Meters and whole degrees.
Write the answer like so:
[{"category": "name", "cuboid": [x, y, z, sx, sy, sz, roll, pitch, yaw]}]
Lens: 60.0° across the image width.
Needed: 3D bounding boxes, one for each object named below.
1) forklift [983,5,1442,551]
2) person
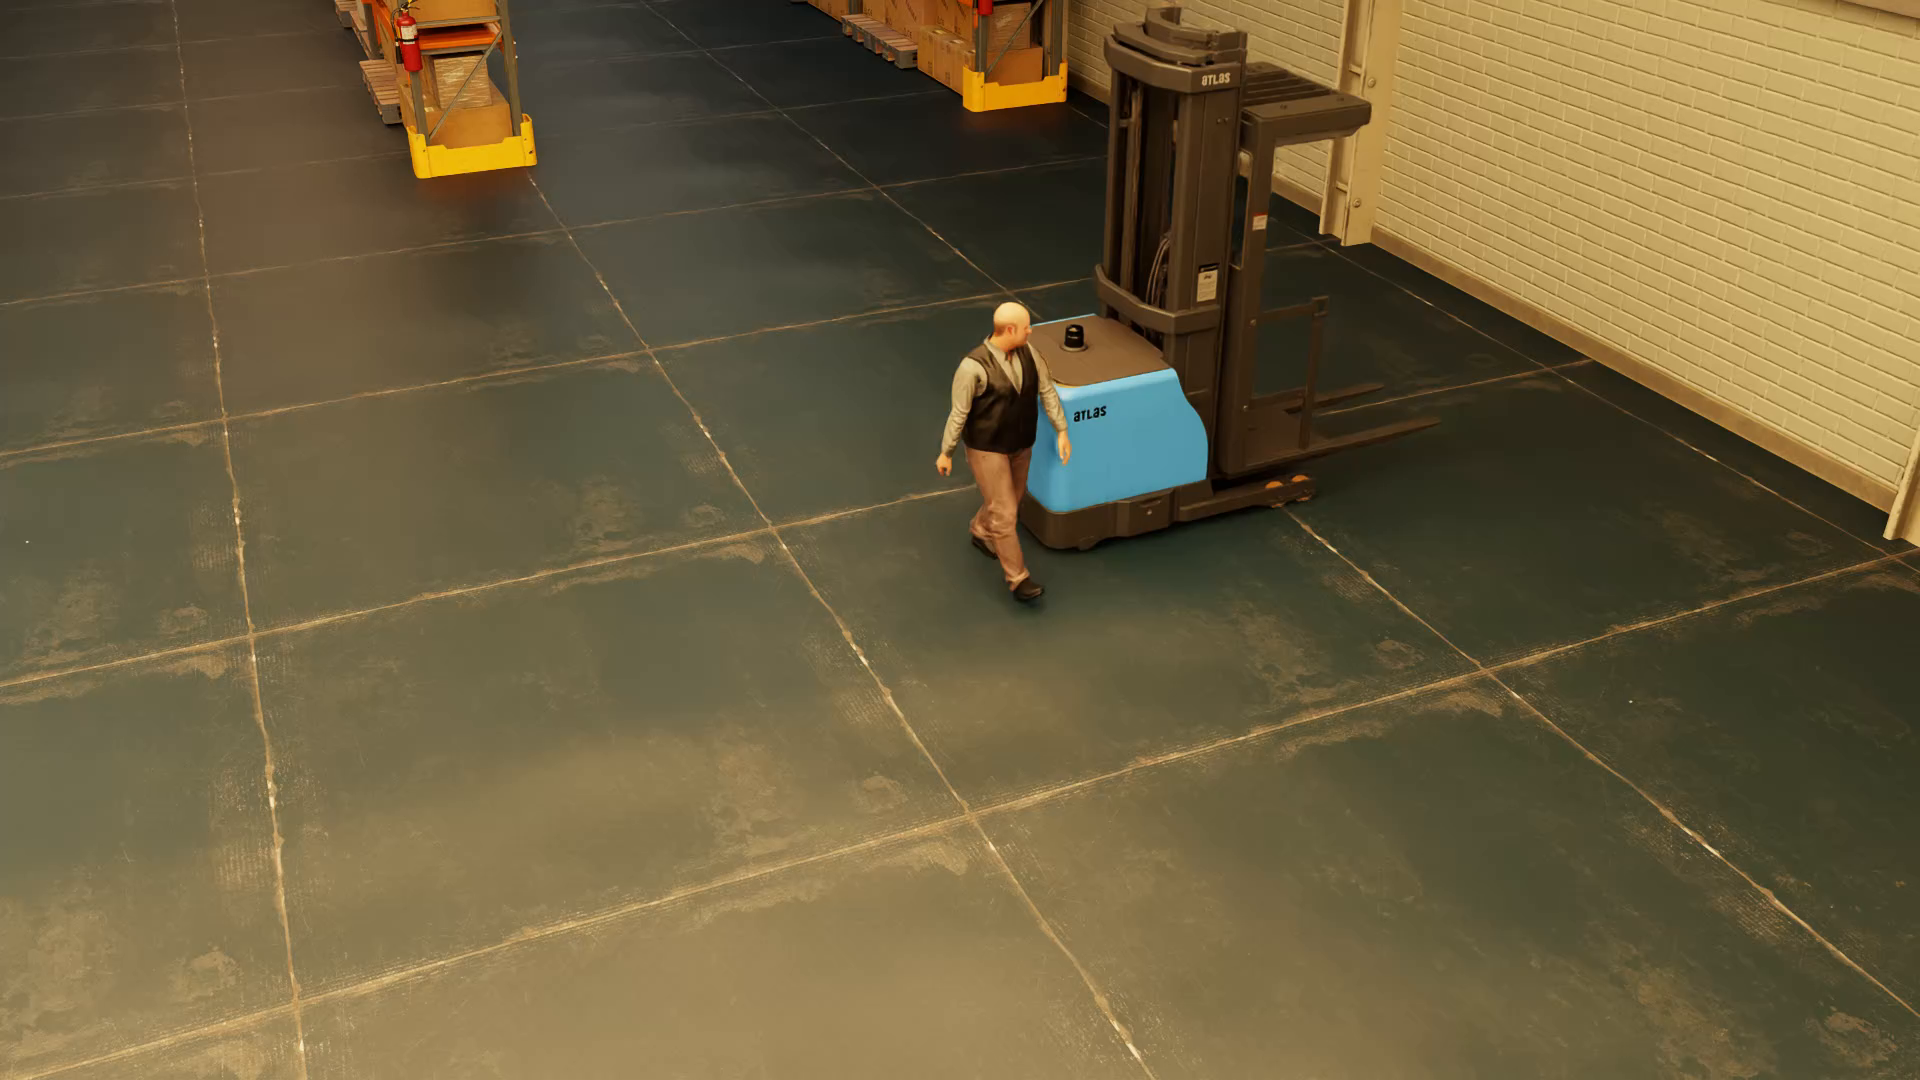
[{"category": "forklift", "cuboid": [1.684, -1.696, 10.087, 3.031, 2.935, 1.130, -13, 32, -22]}, {"category": "person", "cuboid": [0.252, -0.499, 9.288, 0.676, 1.676, 0.892, -24, 37, -35]}]
